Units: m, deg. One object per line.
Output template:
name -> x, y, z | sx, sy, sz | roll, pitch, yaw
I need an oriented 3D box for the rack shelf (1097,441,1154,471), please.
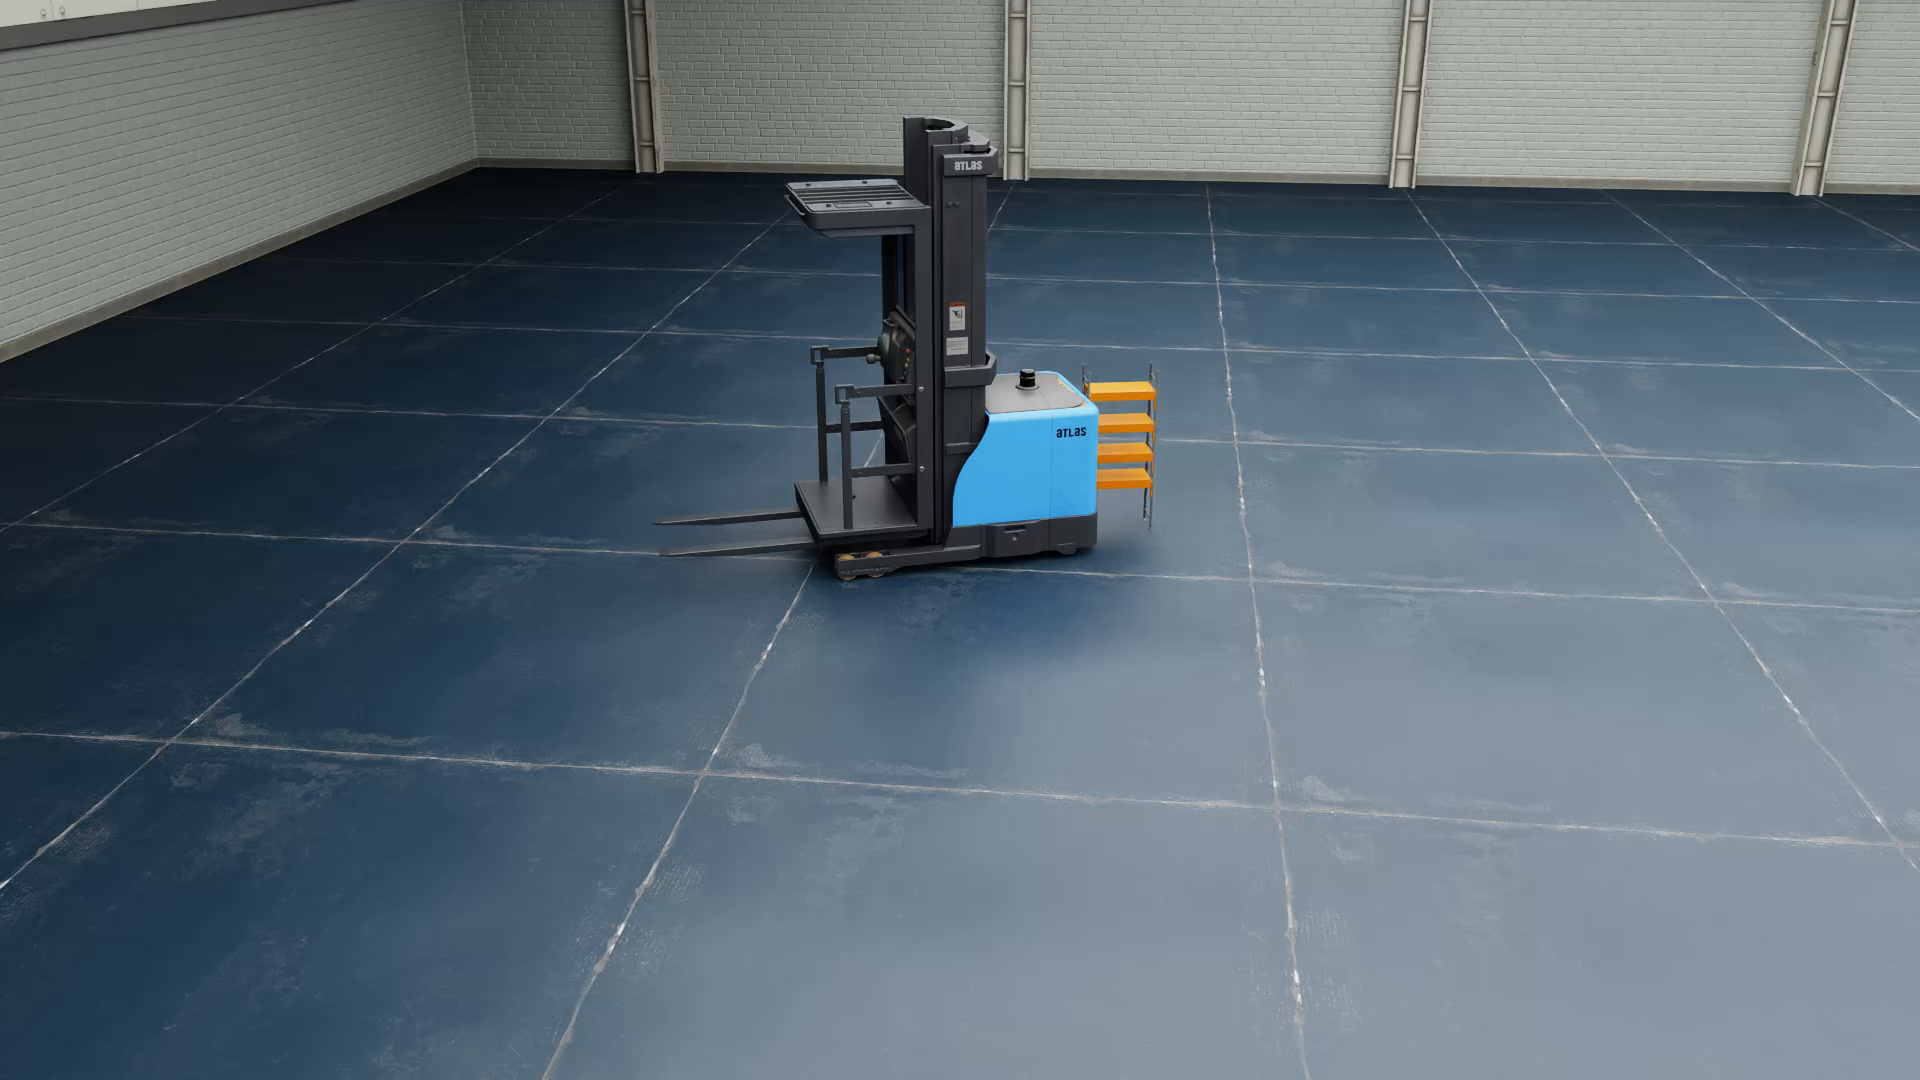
rack shelf -> 1.134, -0.598, 12.004 | 0.480, 0.148, 0.258 | -2, 22, -6

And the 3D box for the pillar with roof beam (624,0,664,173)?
pillar with roof beam -> -5.567, -8.637, 21.546 | 0.400, 9.000, 9.100 | 2, 22, 6

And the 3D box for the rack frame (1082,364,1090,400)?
rack frame -> 0.891, -0.651, 11.956 | 0.015, 1.200, 0.240 | -2, 22, -6

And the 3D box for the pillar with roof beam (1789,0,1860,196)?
pillar with roof beam -> 12.308, -7.858, 19.576 | 0.400, 9.000, 9.100 | 2, 22, 6

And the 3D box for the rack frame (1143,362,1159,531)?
rack frame -> 1.377, -0.670, 12.004 | 0.015, 1.200, 0.240 | -2, 22, -6

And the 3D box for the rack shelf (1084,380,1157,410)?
rack shelf -> 1.134, -1.026, 11.835 | 0.480, 0.148, 0.258 | -2, 22, -6

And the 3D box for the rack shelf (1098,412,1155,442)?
rack shelf -> 1.134, -0.806, 11.922 | 0.480, 0.148, 0.258 | -2, 22, -6

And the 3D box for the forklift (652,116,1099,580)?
forklift -> -0.612, -1.307, 11.259 | 3.031, 2.935, 1.130 | -5, 22, -13

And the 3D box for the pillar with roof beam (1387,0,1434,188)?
pillar with roof beam -> 6.350, -8.118, 20.233 | 0.400, 9.000, 9.100 | 2, 22, 6

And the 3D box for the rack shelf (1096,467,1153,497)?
rack shelf -> 1.134, -0.414, 12.077 | 0.480, 0.148, 0.258 | -2, 22, -6

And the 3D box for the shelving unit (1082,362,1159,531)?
shelving unit -> 1.134, -0.661, 11.980 | 0.503, 1.200, 0.258 | -2, 22, -6

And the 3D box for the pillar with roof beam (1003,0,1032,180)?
pillar with roof beam -> 0.391, -8.377, 20.889 | 0.400, 9.000, 9.100 | 2, 22, 6
